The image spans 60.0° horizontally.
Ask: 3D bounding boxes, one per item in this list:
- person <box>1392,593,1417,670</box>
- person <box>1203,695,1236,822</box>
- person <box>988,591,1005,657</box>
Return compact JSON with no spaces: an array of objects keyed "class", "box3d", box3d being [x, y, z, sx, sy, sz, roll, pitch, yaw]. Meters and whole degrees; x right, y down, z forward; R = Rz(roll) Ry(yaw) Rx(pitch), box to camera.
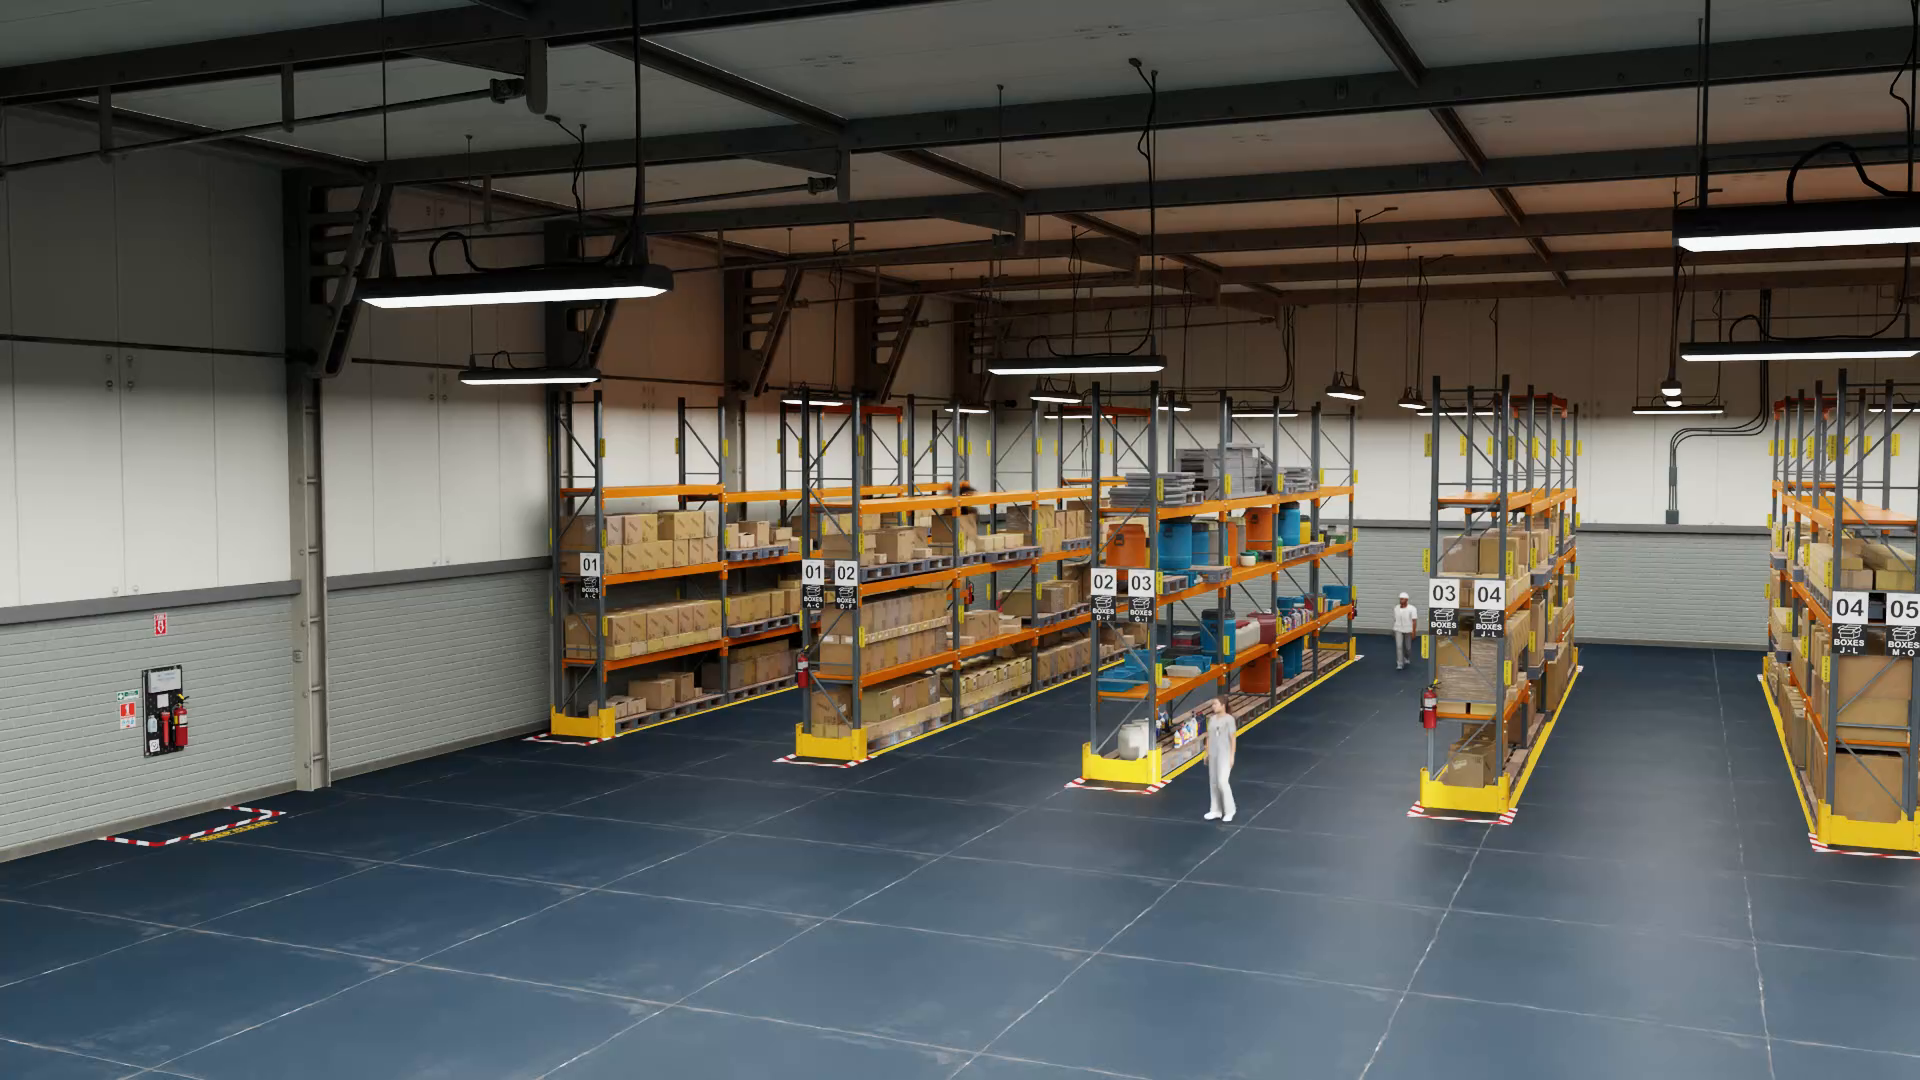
[{"class":"person","box3d":[10.079,2.060,37.687,0.539,1.732,0.975,1,3,13]},{"class":"person","box3d":[3.493,2.925,22.397,0.388,1.684,0.477,-2,4,-36]},{"class":"person","box3d":[0.867,2.022,38.606,0.546,1.670,1.042,2,4,34]}]
